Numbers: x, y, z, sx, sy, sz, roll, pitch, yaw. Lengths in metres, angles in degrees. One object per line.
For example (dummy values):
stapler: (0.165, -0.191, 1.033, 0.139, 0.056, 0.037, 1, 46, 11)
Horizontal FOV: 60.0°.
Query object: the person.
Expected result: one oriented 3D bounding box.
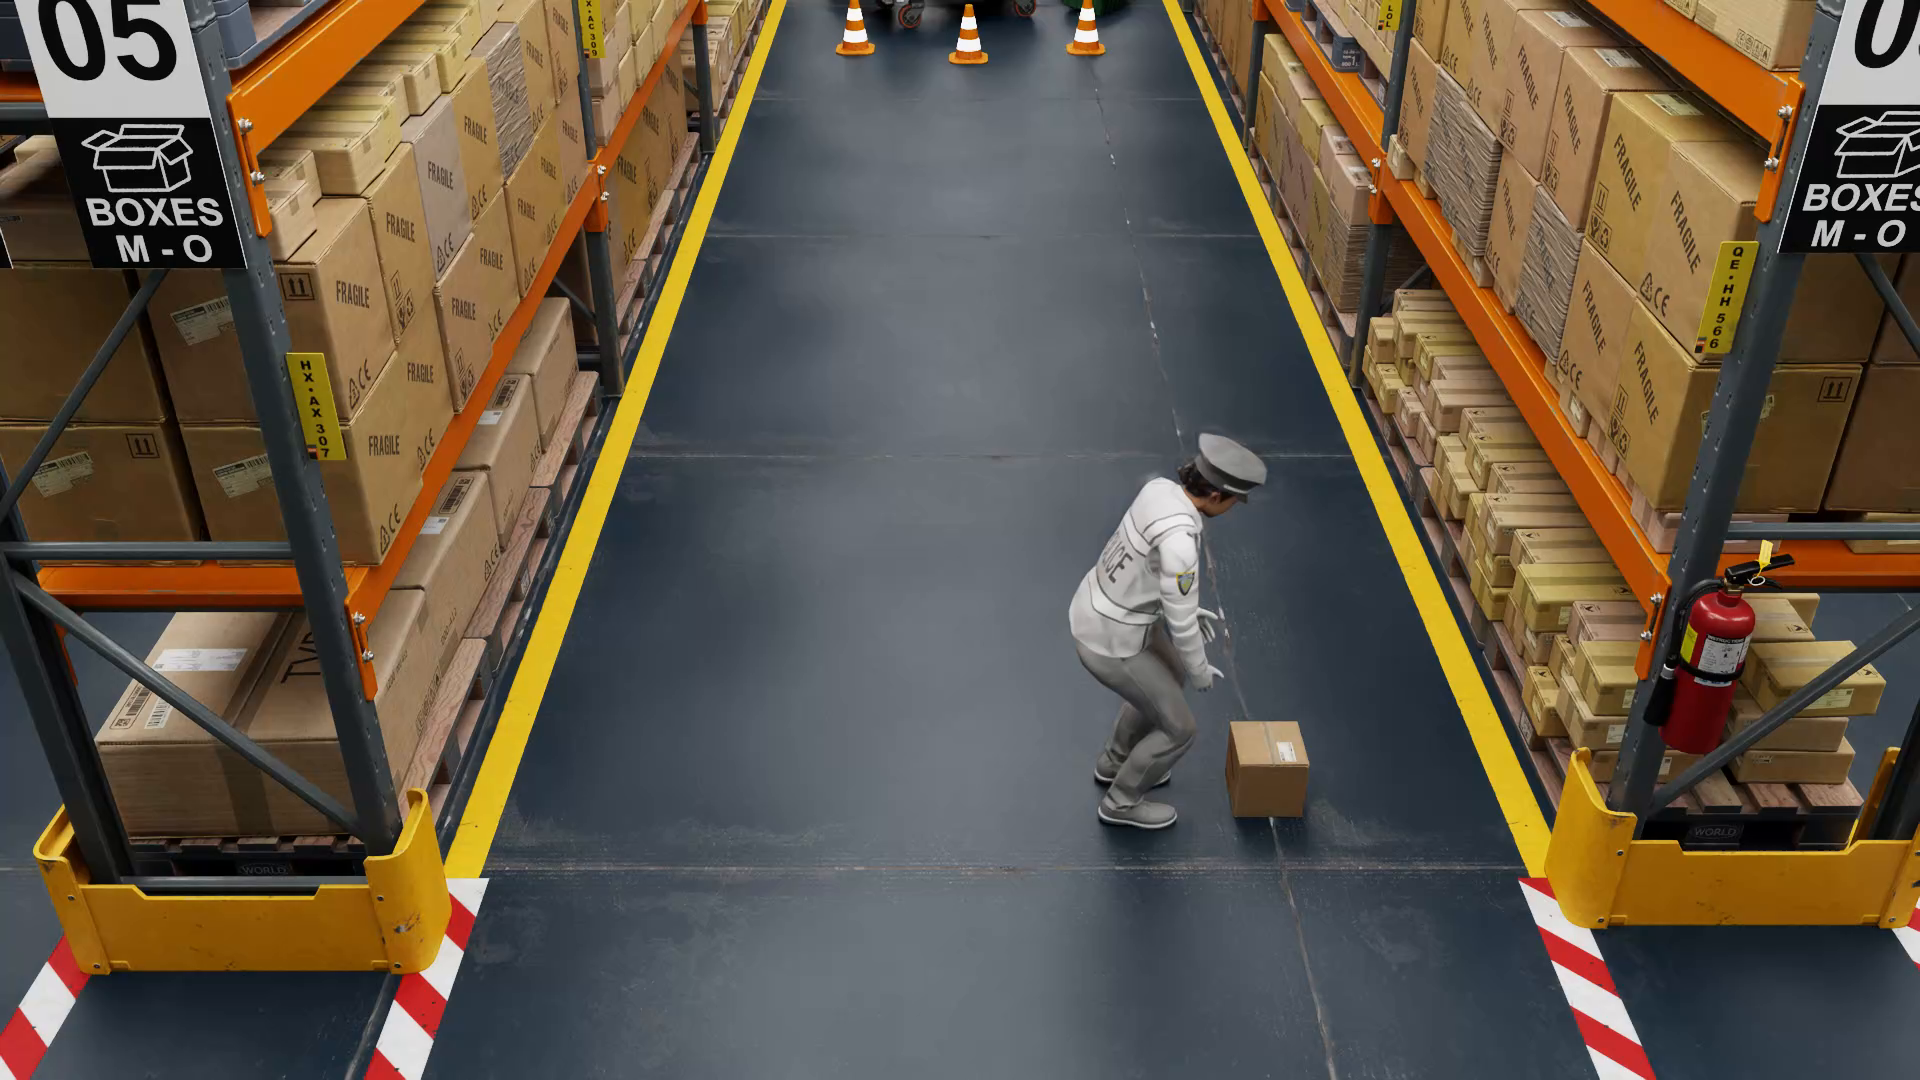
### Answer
person: (0.695, 0.314, 5.814, 0.634, 1.479, 0.531, 0, 32, 0)
